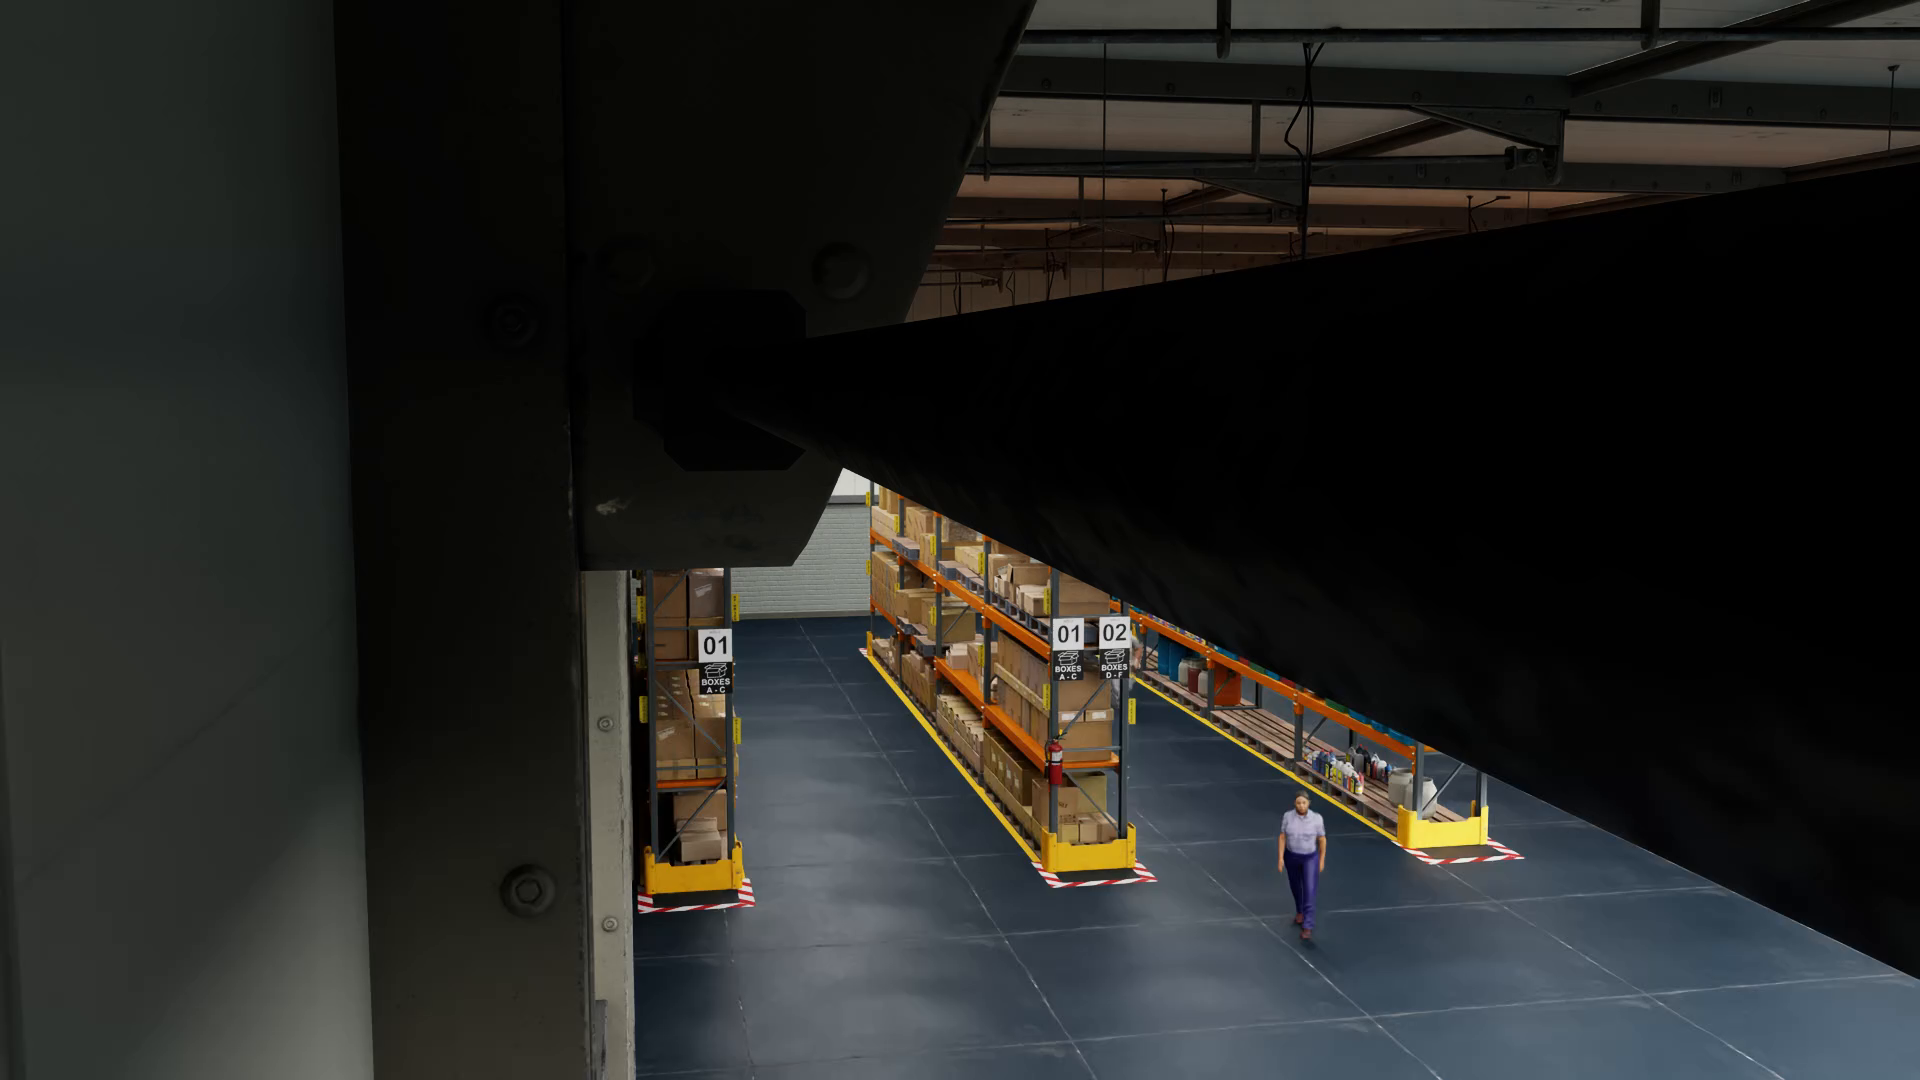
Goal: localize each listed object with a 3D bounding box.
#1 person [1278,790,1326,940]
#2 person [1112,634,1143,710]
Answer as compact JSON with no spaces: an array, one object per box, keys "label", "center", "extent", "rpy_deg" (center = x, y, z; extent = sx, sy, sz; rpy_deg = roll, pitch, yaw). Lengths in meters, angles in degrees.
[{"label":"person","center":[3.809,3.588,18.540],"extent":[0.530,1.594,1.023],"rpy_deg":[3,7,30]},{"label":"person","center":[3.001,2.308,30.571],"extent":[0.693,1.688,0.579],"rpy_deg":[0,6,-3]}]
